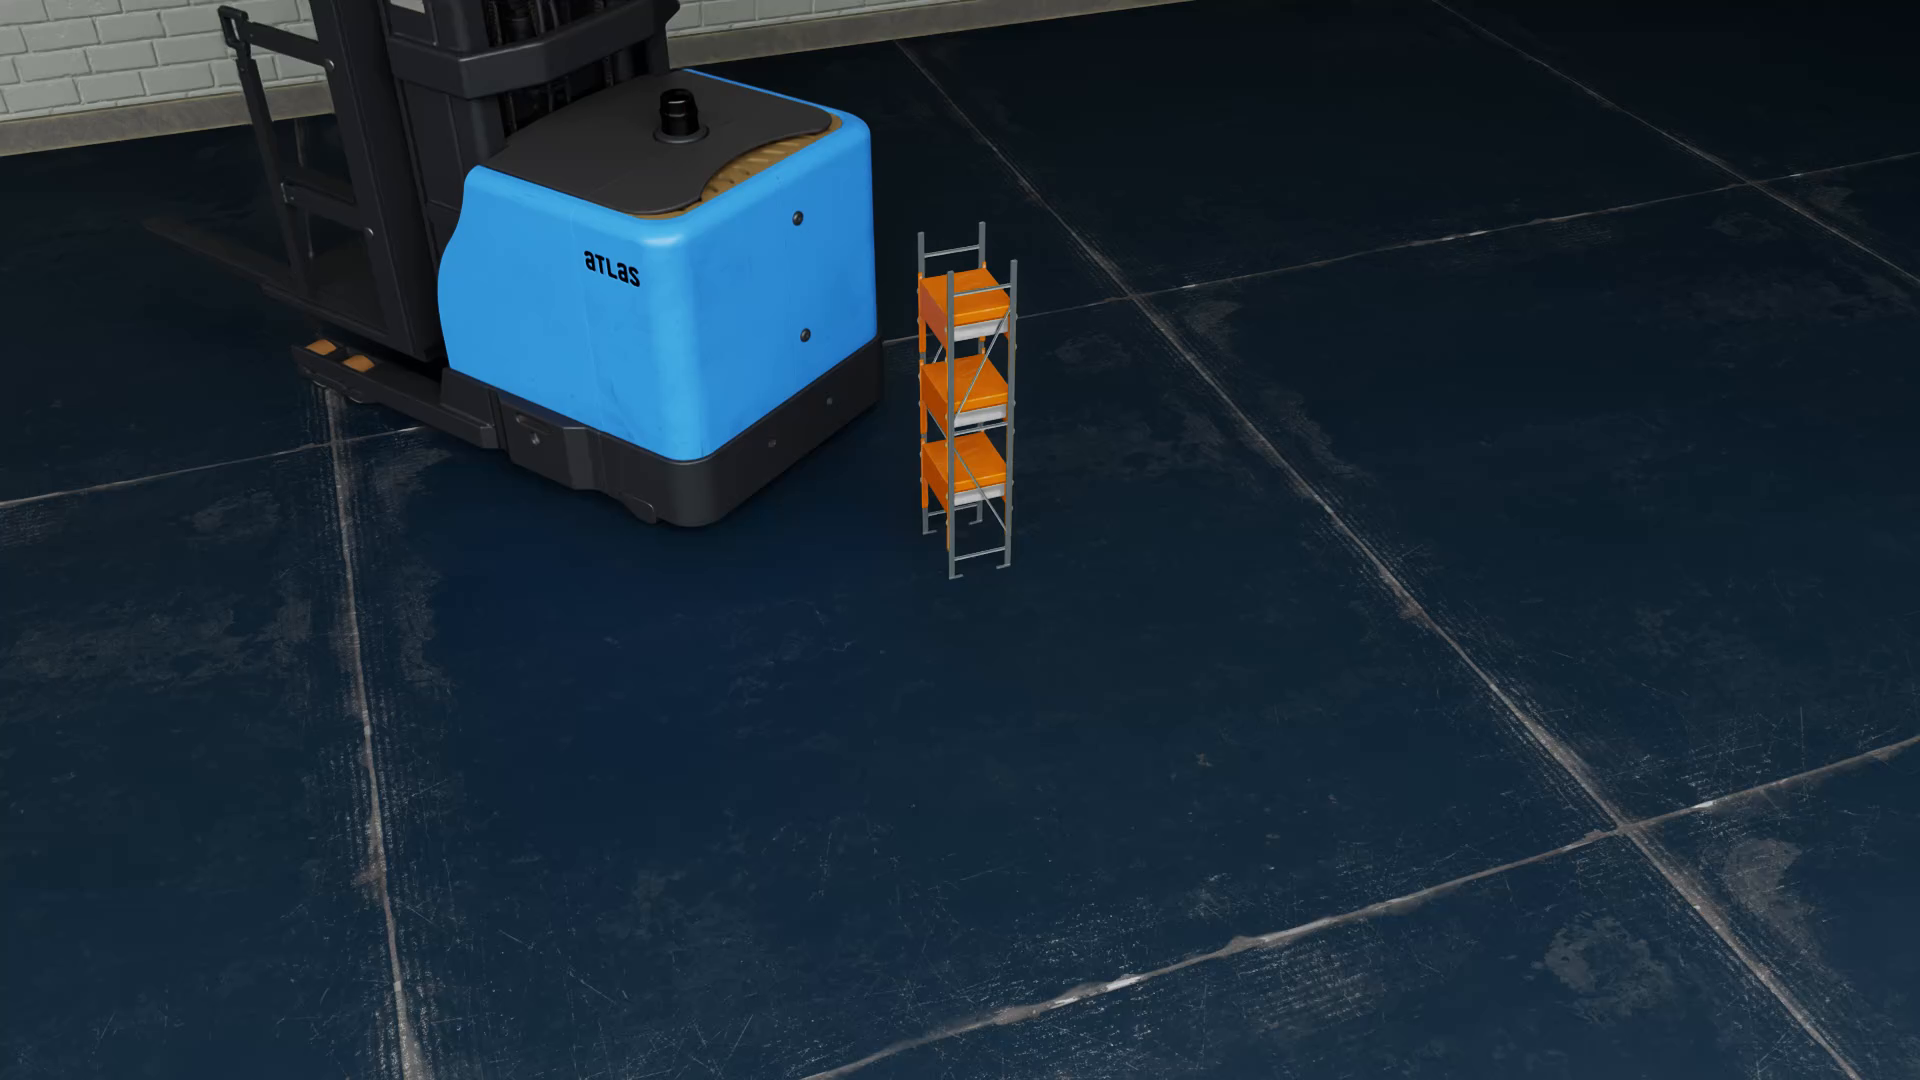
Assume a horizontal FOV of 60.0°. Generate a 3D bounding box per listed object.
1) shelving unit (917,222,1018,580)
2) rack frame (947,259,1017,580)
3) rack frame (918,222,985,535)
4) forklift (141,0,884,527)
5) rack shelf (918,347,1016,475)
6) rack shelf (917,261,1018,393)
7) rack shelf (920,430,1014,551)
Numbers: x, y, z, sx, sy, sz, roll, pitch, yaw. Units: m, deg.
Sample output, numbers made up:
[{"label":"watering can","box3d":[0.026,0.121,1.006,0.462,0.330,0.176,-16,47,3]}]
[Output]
[{"label":"shelving unit","box3d":[0.018,-0.389,4.894,0.215,1.050,0.252,-12,39,-16]},{"label":"rack frame","box3d":[0.060,-0.320,4.803,0.200,1.050,0.008,-12,39,-16]},{"label":"rack frame","box3d":[-0.024,-0.458,4.986,0.200,1.050,0.008,-12,39,-16]},{"label":"forklift","box3d":[-1.775,-1.898,5.333,3.031,2.935,1.130,22,42,26]},{"label":"rack shelf","box3d":[0.018,-0.381,4.900,0.215,0.259,0.240,-12,39,-16]},{"label":"rack shelf","box3d":[0.018,-0.607,4.730,0.215,0.259,0.240,-12,39,-16]},{"label":"rack shelf","box3d":[0.018,-0.159,5.068,0.215,0.259,0.240,-12,39,-16]}]
